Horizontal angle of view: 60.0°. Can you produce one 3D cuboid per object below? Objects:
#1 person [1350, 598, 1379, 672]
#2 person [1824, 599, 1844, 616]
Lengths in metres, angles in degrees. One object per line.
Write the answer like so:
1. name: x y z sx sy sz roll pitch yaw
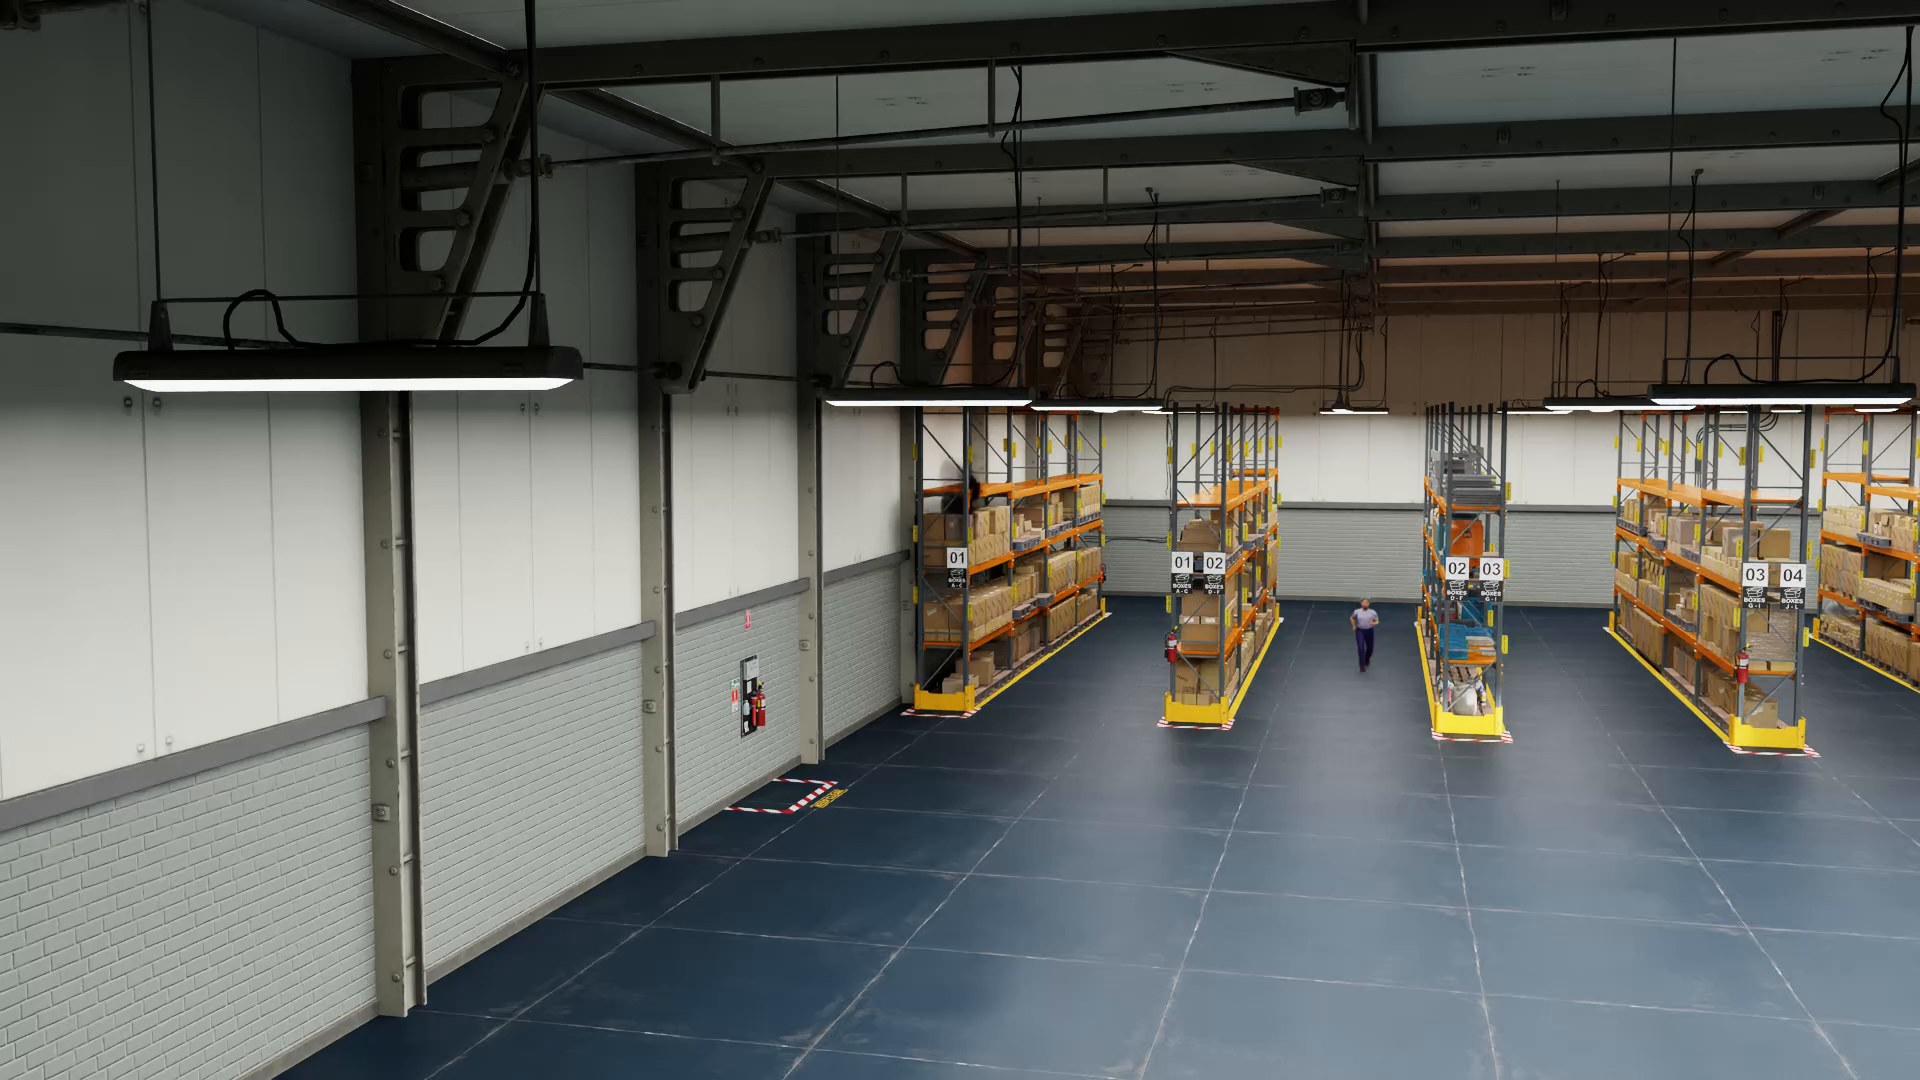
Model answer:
1. person: 9.137 2.123 37.534 0.614 1.624 0.923 1 4 7
2. person: 23.269 1.590 44.158 0.753 1.740 0.680 1 4 15
